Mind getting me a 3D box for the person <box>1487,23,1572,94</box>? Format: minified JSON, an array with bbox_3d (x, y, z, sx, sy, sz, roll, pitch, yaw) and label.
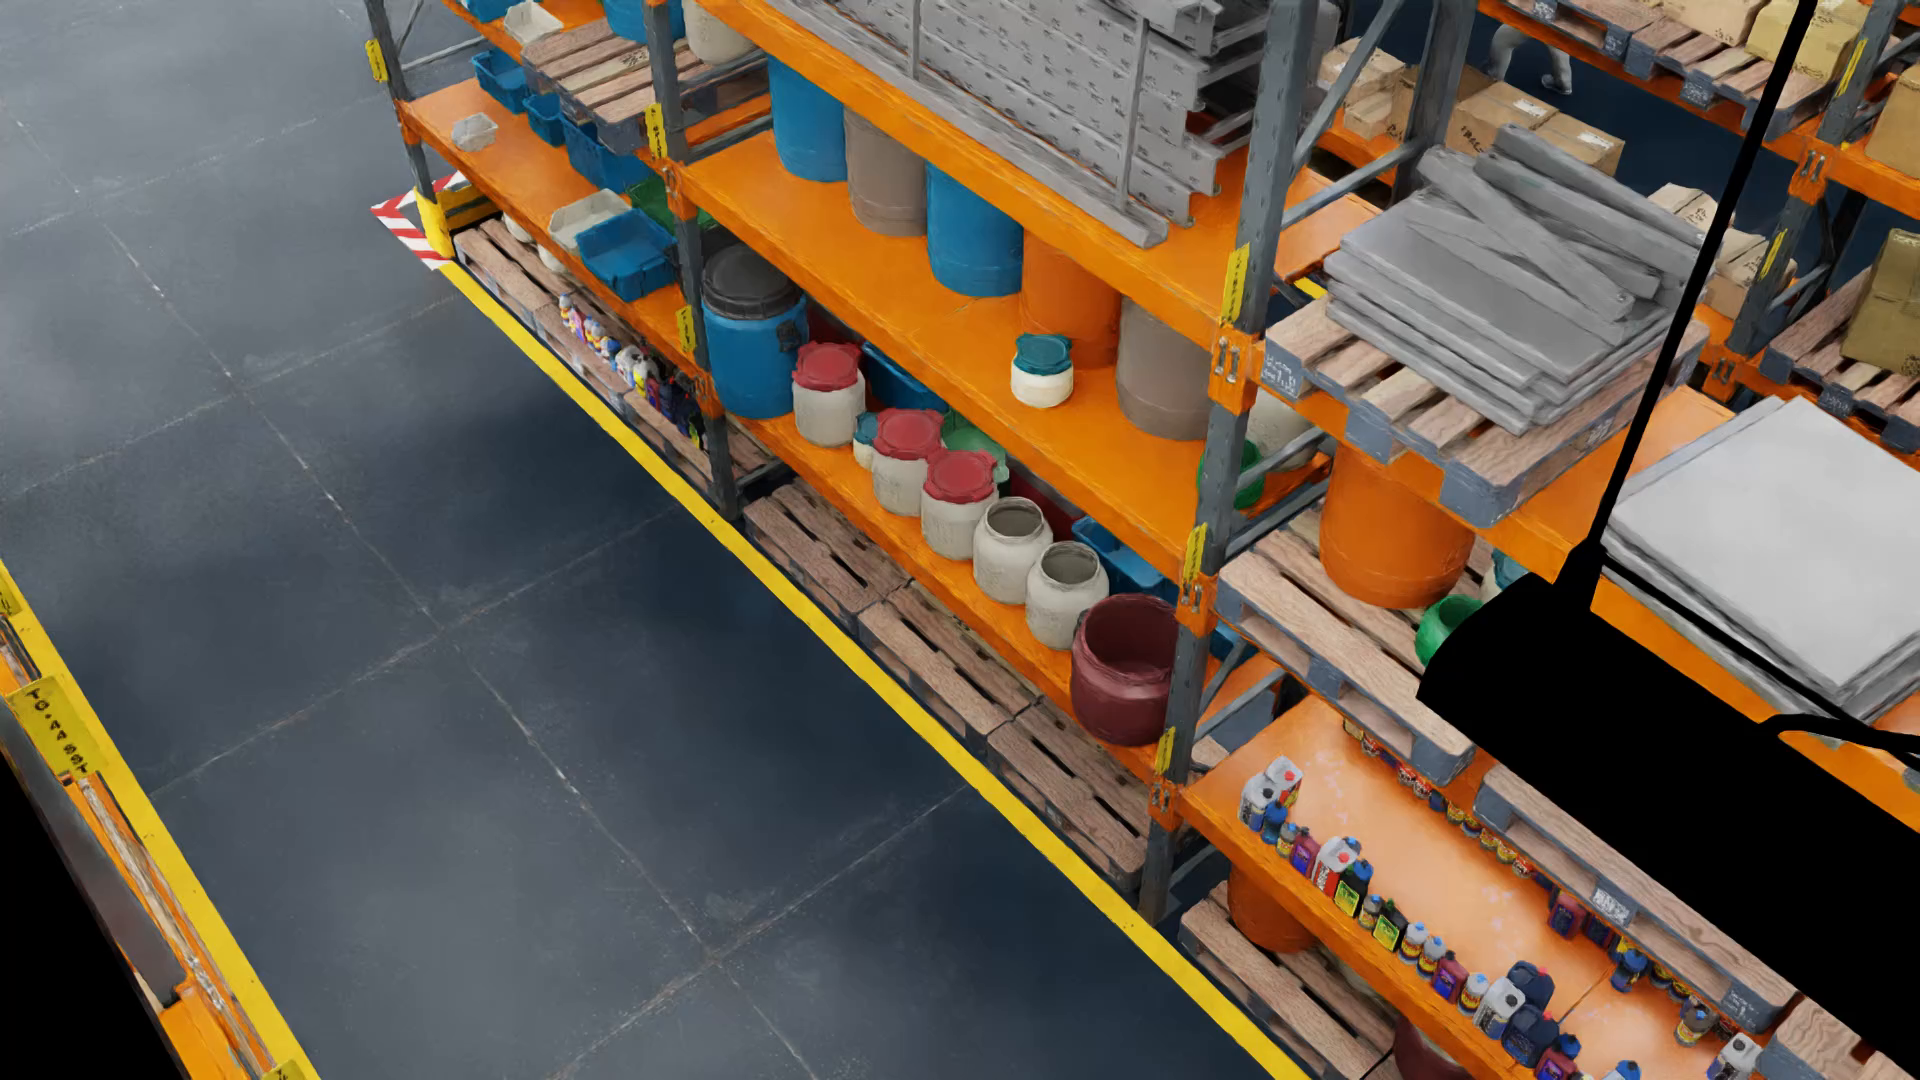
[{"bbox_3d":[4.939,-4.572,14.145,0.857,1.693,0.701,25,52,22],"label":"person"}]
